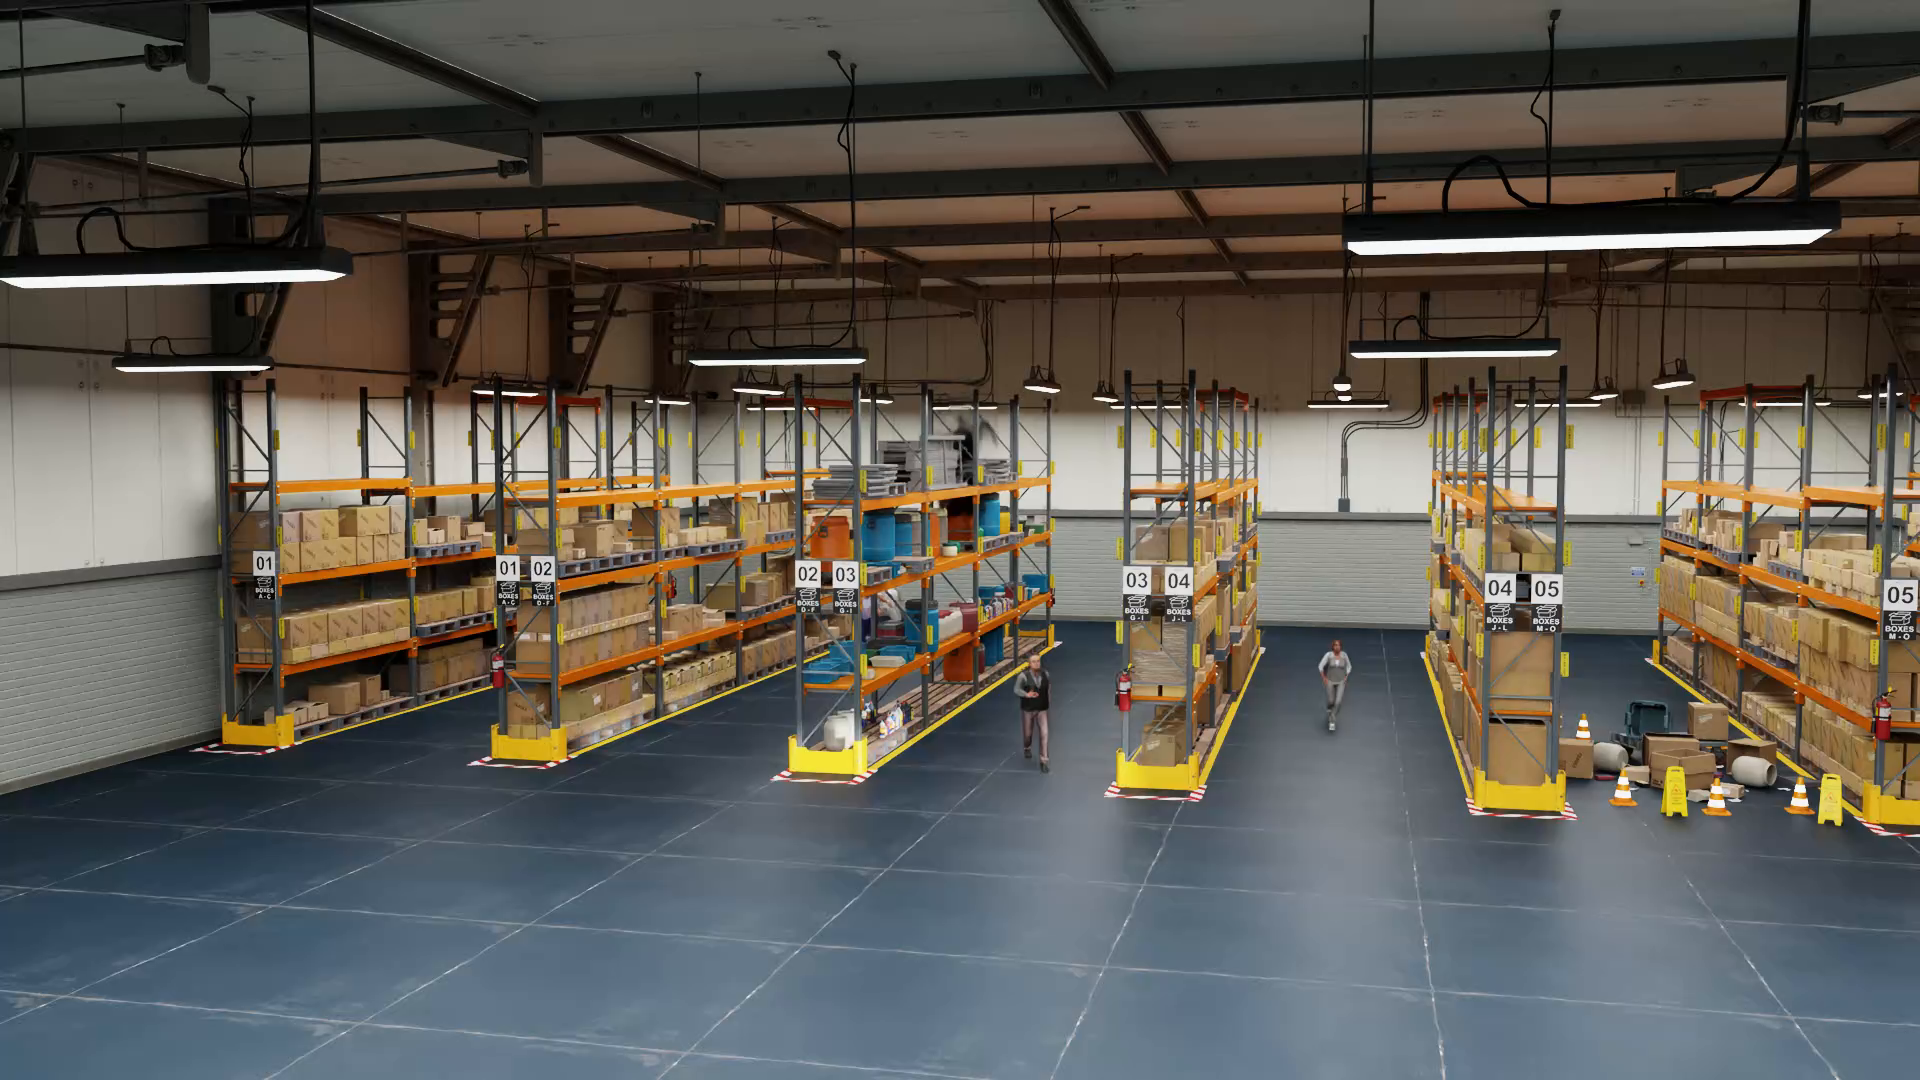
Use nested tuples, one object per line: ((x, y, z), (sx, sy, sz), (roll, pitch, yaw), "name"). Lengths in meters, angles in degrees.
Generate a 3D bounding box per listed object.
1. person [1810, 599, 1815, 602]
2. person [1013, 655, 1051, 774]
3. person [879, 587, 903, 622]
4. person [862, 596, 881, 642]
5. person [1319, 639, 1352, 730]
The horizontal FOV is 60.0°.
((17.418, 2.079, 34.223), (0.654, 1.744, 0.532), (0, 3, 2), "person")
((1.111, 2.634, 25.375), (0.624, 1.770, 1.009), (0, 3, -6), "person")
((-1.744, 1.676, 42.292), (0.518, 1.591, 0.606), (2, 4, 30), "person")
((-1.955, 1.813, 34.899), (0.615, 1.681, 0.838), (0, 3, 5), "person")
((6.533, 2.505, 28.967), (0.558, 1.550, 0.532), (0, 3, 4), "person")
